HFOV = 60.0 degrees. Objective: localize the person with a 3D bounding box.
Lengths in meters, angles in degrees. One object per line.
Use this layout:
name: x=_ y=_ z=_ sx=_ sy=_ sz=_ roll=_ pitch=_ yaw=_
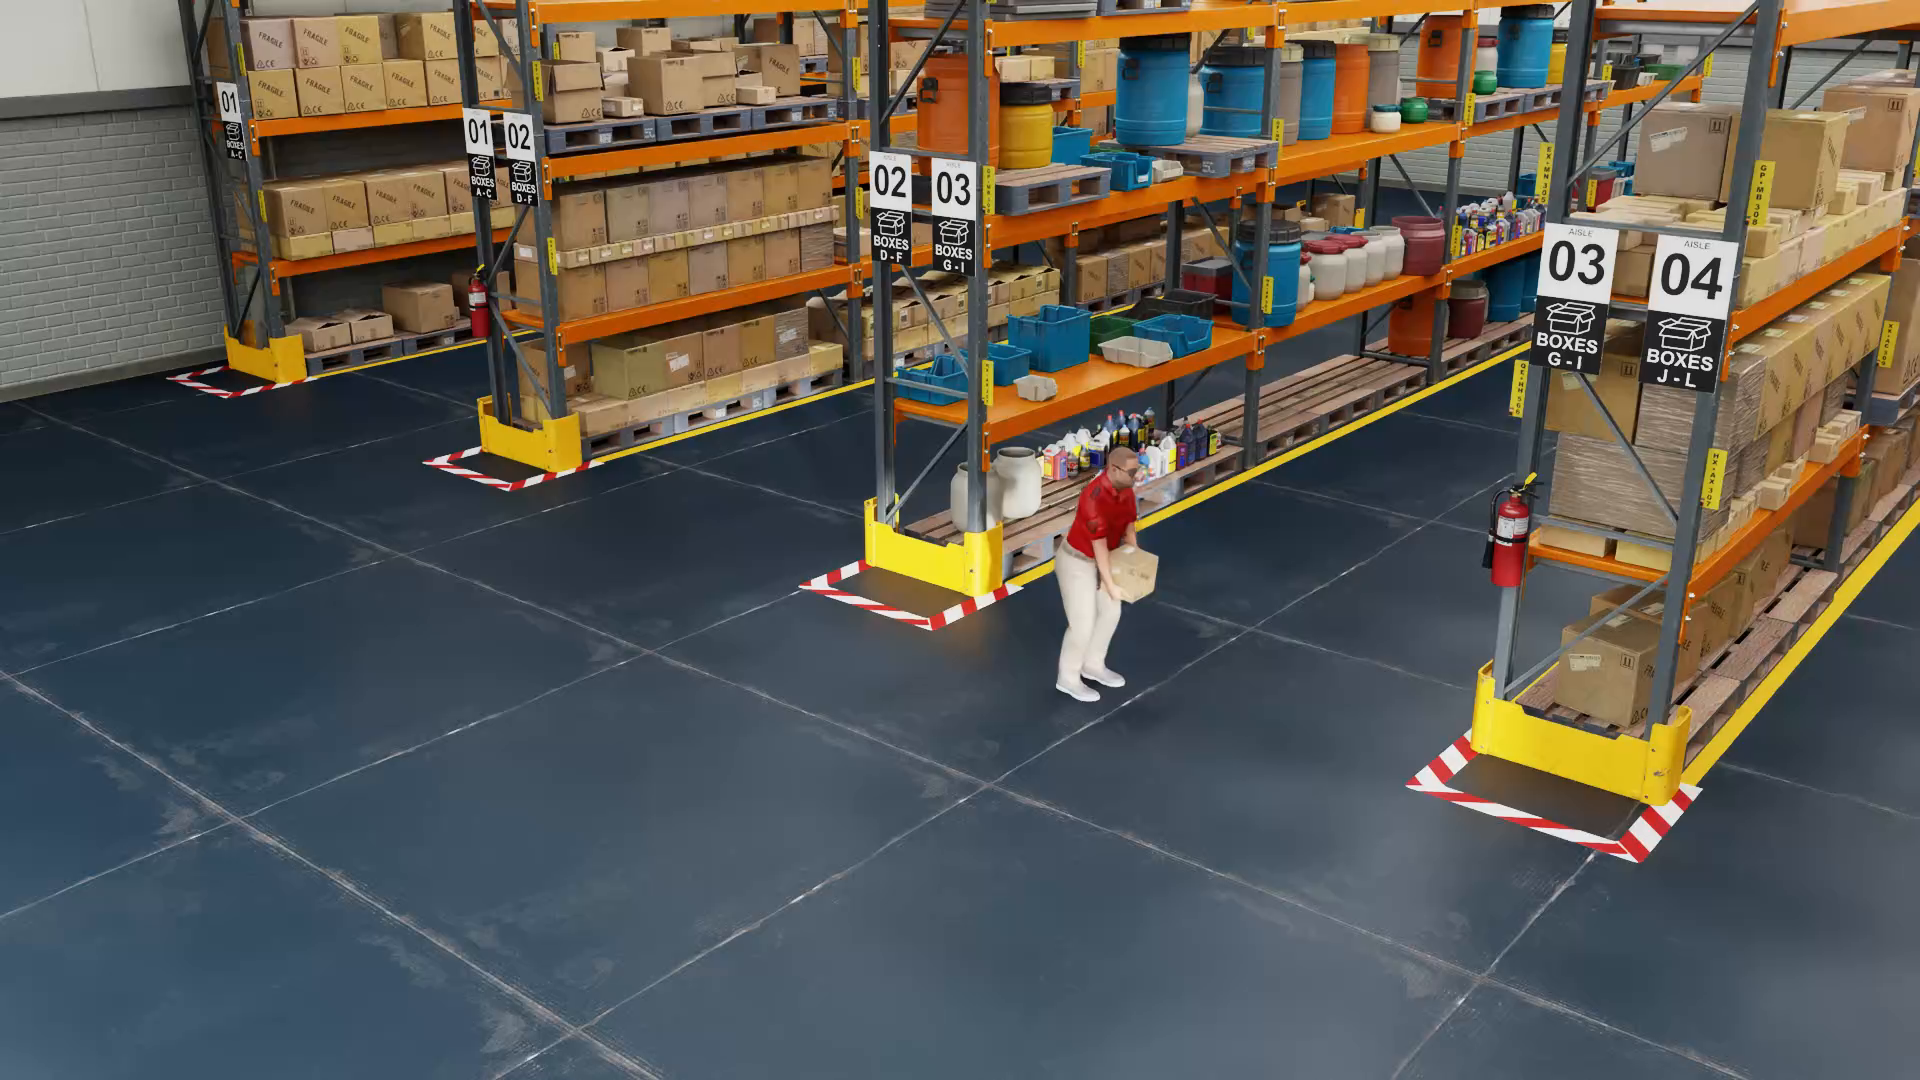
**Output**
person: x=0.917 y=0.195 z=10.643 sx=0.590 sy=1.684 sz=0.481 roll=15 pitch=25 yaw=36
